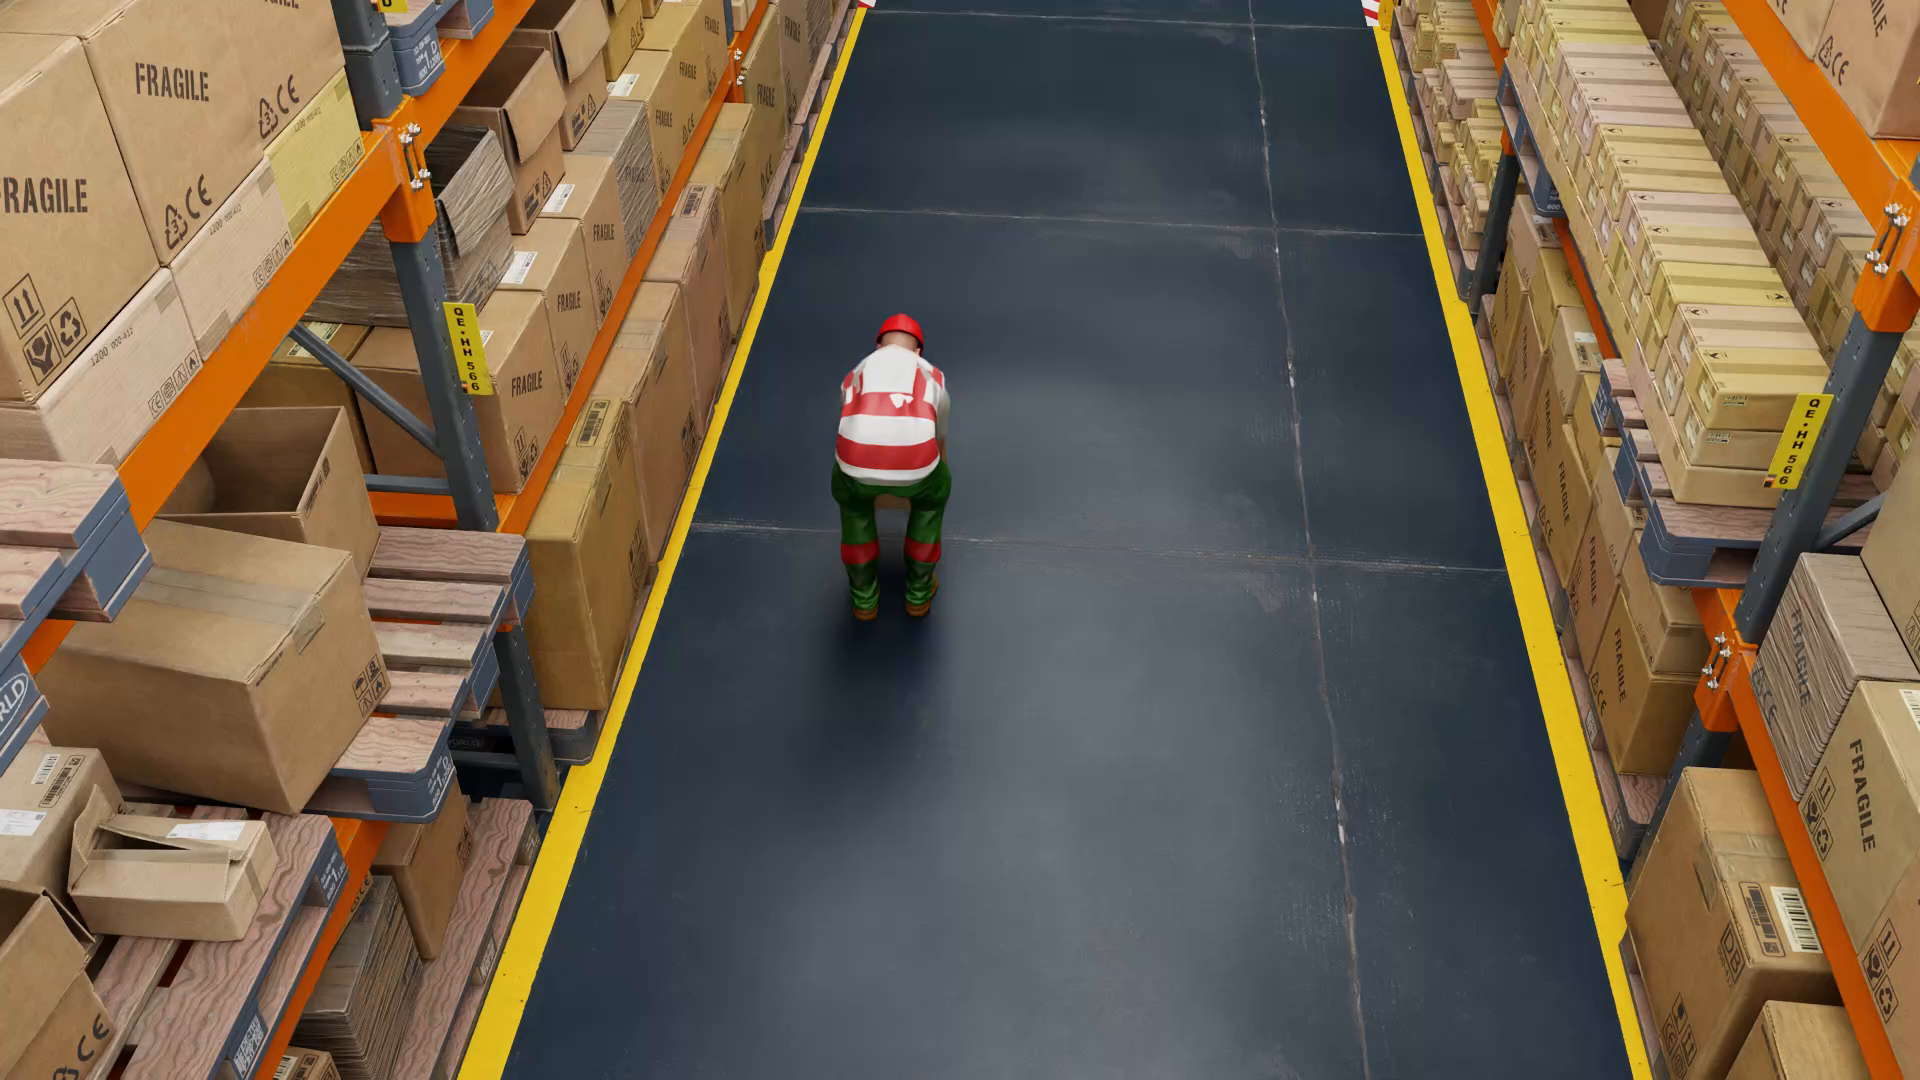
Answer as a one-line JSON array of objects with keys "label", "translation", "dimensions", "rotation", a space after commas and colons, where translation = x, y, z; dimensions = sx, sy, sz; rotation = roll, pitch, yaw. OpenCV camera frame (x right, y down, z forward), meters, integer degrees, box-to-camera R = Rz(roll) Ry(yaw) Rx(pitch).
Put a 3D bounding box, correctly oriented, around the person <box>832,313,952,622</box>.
[{"label": "person", "translation": [-0.275, -0.295, 7.022], "dimensions": [0.498, 1.106, 0.965], "rotation": [2, 40, 2]}]
